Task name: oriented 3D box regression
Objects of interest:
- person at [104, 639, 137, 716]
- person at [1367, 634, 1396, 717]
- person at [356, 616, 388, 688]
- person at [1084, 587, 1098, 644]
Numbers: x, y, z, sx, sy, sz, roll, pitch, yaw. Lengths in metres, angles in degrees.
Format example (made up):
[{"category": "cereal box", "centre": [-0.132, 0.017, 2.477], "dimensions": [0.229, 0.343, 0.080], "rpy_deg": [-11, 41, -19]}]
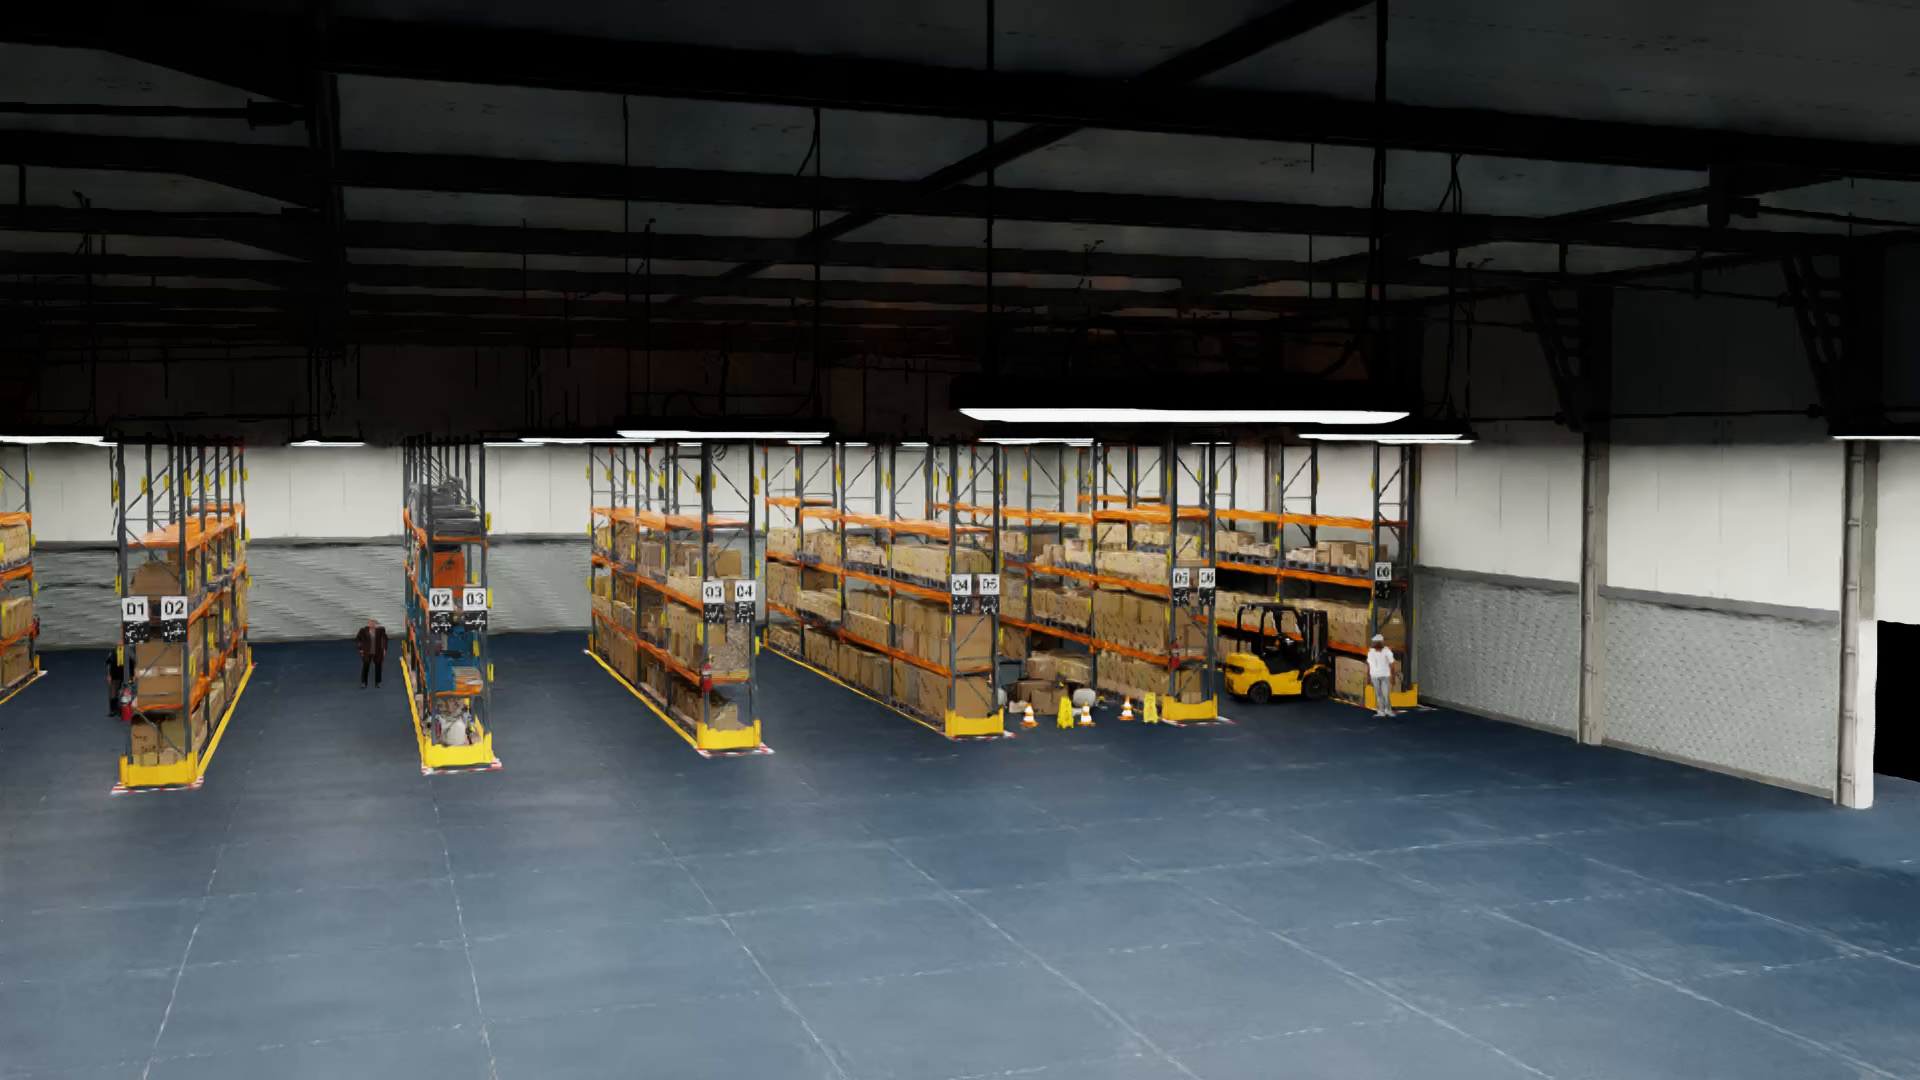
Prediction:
[{"category": "person", "centre": [-17.829, 2.940, 35.366], "dimensions": [0.677, 1.661, 0.534], "rpy_deg": [-1, 3, -21]}, {"category": "person", "centre": [8.937, 2.877, 35.273], "dimensions": [0.660, 1.760, 0.395], "rpy_deg": [2, 4, 38]}, {"category": "person", "centre": [-14.022, 2.664, 39.659], "dimensions": [0.729, 1.733, 0.546], "rpy_deg": [-1, 3, -21]}, {"category": "person", "centre": [3.891, 2.162, 48.046], "dimensions": [0.569, 1.769, 0.644], "rpy_deg": [0, 3, -5]}]
